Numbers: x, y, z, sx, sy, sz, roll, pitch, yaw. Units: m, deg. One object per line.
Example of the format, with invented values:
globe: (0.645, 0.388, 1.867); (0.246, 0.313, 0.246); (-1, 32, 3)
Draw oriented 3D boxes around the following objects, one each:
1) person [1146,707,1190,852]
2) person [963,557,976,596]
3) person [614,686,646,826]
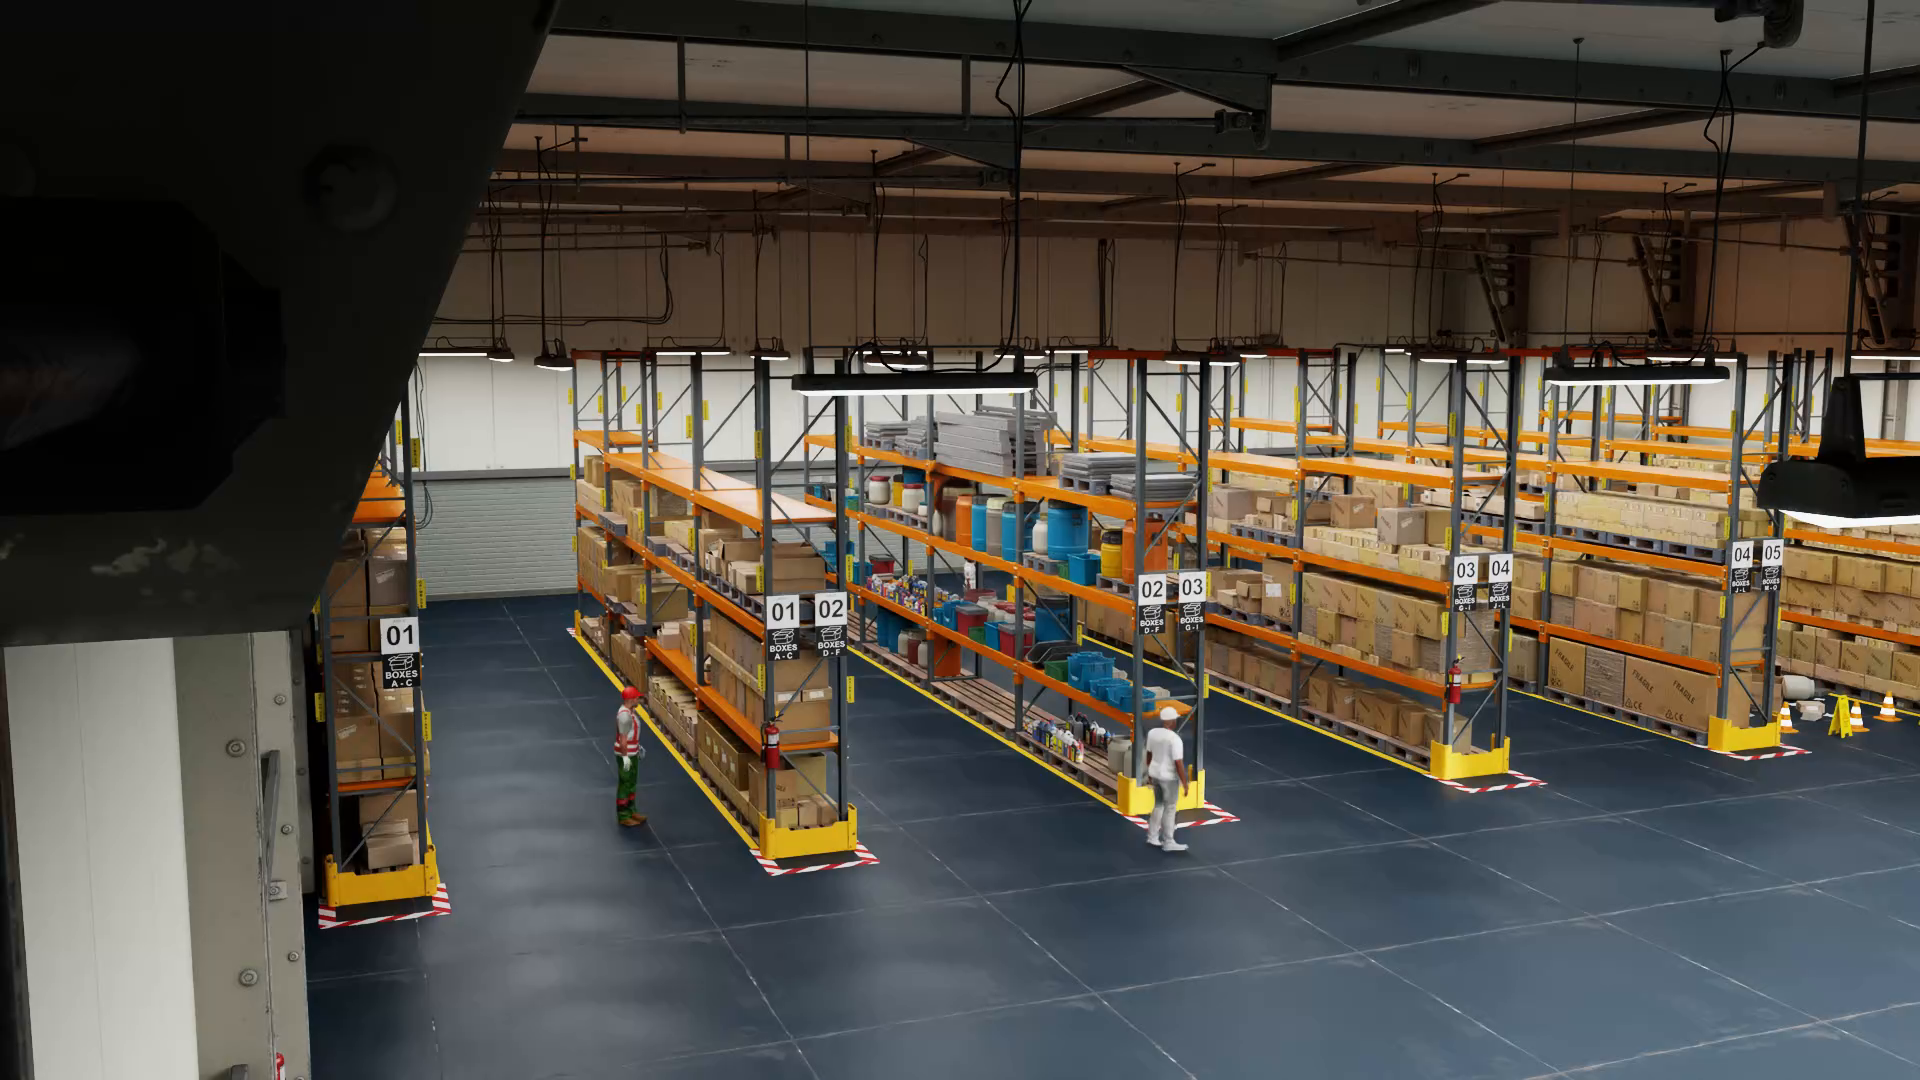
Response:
person: (2.548, 2.963, 20.434); (0.377, 1.844, 0.673); (-5, 8, -32)
person: (0.207, 1.065, 35.739); (0.426, 1.693, 0.521); (2, 7, 14)
person: (-4.273, 2.778, 21.491); (0.396, 1.803, 0.578); (0, 7, -3)
